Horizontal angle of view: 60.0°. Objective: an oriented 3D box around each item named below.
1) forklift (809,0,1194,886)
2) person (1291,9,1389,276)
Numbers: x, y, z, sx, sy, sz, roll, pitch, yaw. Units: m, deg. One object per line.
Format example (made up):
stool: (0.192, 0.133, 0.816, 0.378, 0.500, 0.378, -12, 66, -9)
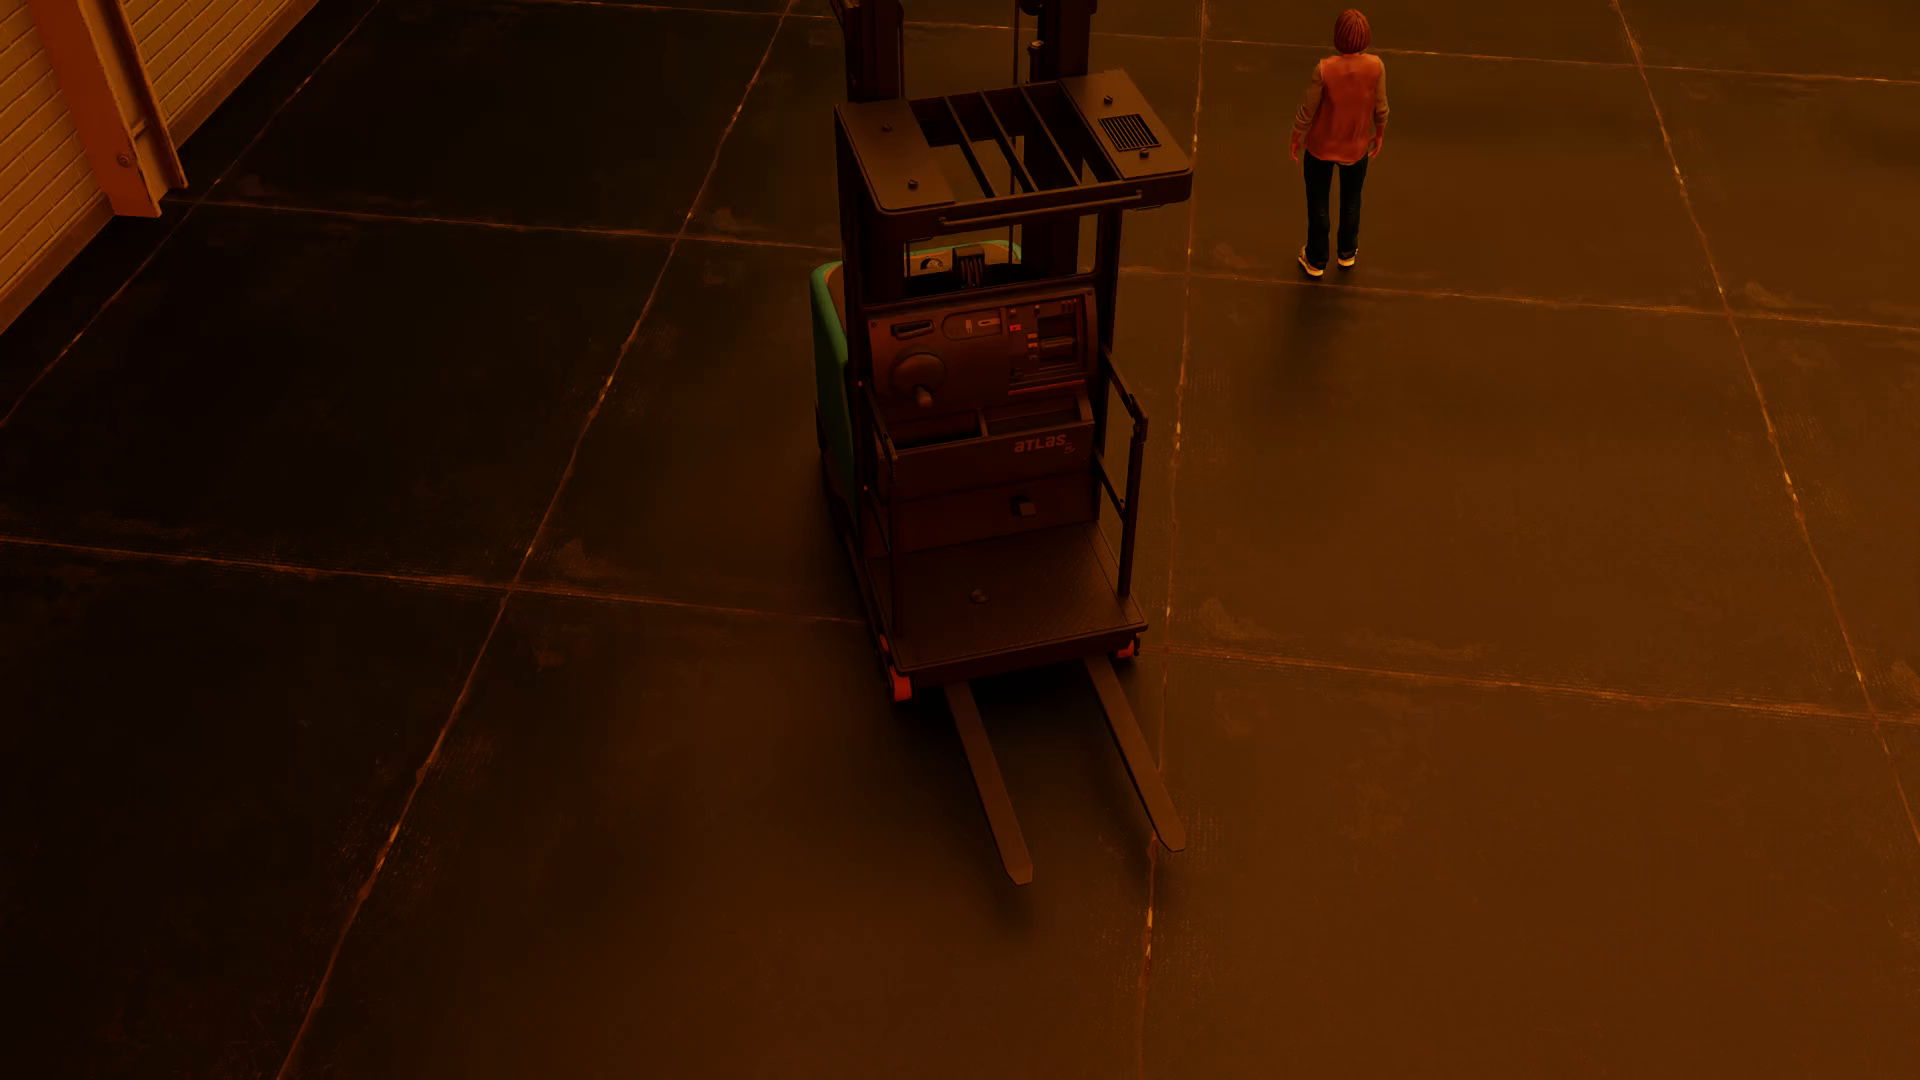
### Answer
forklift: (0.153, -0.681, 6.465, 1.130, 2.935, 3.031, -10, 44, -11)
person: (2.052, -2.173, 9.065, 0.521, 1.597, 0.474, 1, 43, 1)
